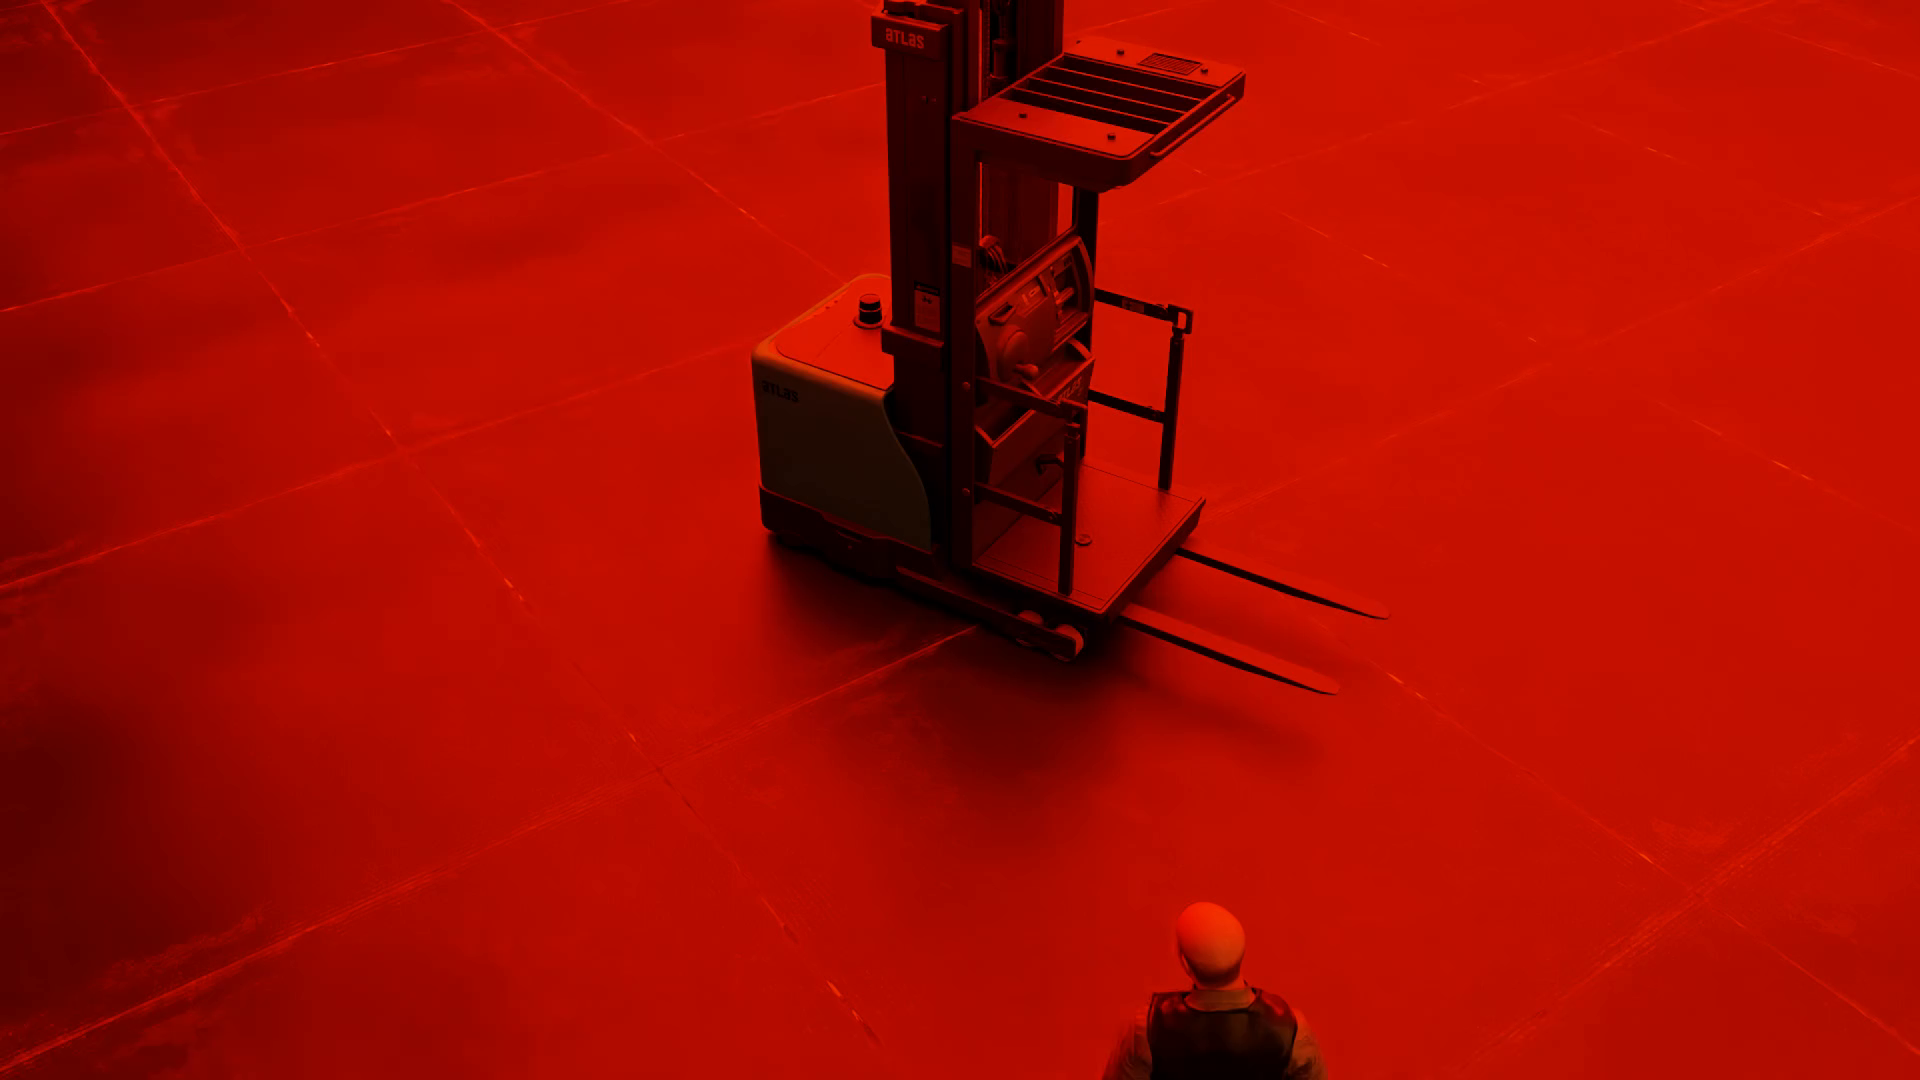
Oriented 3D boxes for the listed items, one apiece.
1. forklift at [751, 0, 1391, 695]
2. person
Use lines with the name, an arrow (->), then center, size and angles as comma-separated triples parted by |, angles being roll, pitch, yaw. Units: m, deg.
forklift -> 0.514, -0.985, 7.276 | 3.031, 2.935, 1.130 | 21, 41, 26
person -> 0.648, 1.694, 4.702 | 0.840, 1.693, 0.386 | -1, 36, -1
